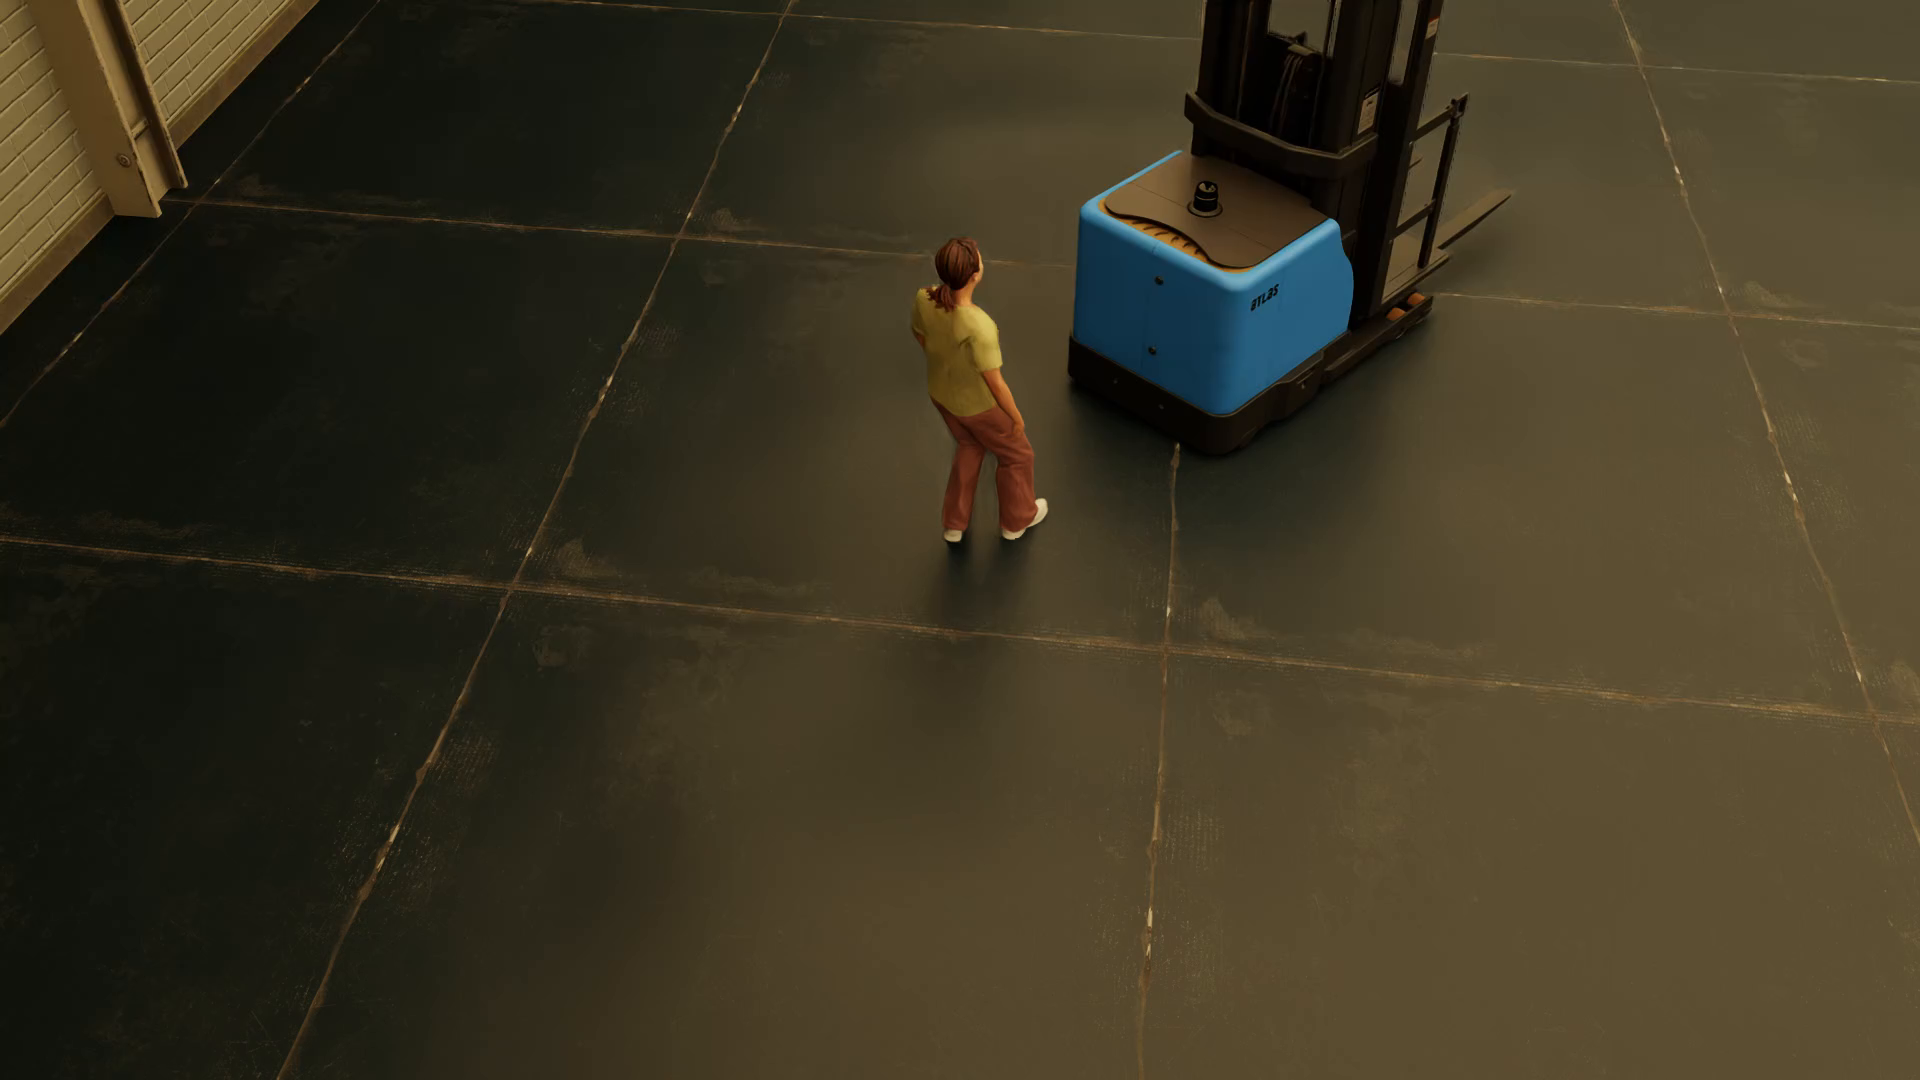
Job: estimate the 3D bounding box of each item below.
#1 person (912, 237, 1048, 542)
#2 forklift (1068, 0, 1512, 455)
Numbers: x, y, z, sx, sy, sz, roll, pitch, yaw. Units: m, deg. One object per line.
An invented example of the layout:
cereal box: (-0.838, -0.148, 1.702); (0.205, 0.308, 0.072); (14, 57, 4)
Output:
person: (0.120, -0.674, 7.420); (0.620, 1.650, 0.603); (-30, 51, -29)
forklift: (1.957, -2.398, 8.335); (1.130, 2.935, 3.031); (34, 52, 31)
